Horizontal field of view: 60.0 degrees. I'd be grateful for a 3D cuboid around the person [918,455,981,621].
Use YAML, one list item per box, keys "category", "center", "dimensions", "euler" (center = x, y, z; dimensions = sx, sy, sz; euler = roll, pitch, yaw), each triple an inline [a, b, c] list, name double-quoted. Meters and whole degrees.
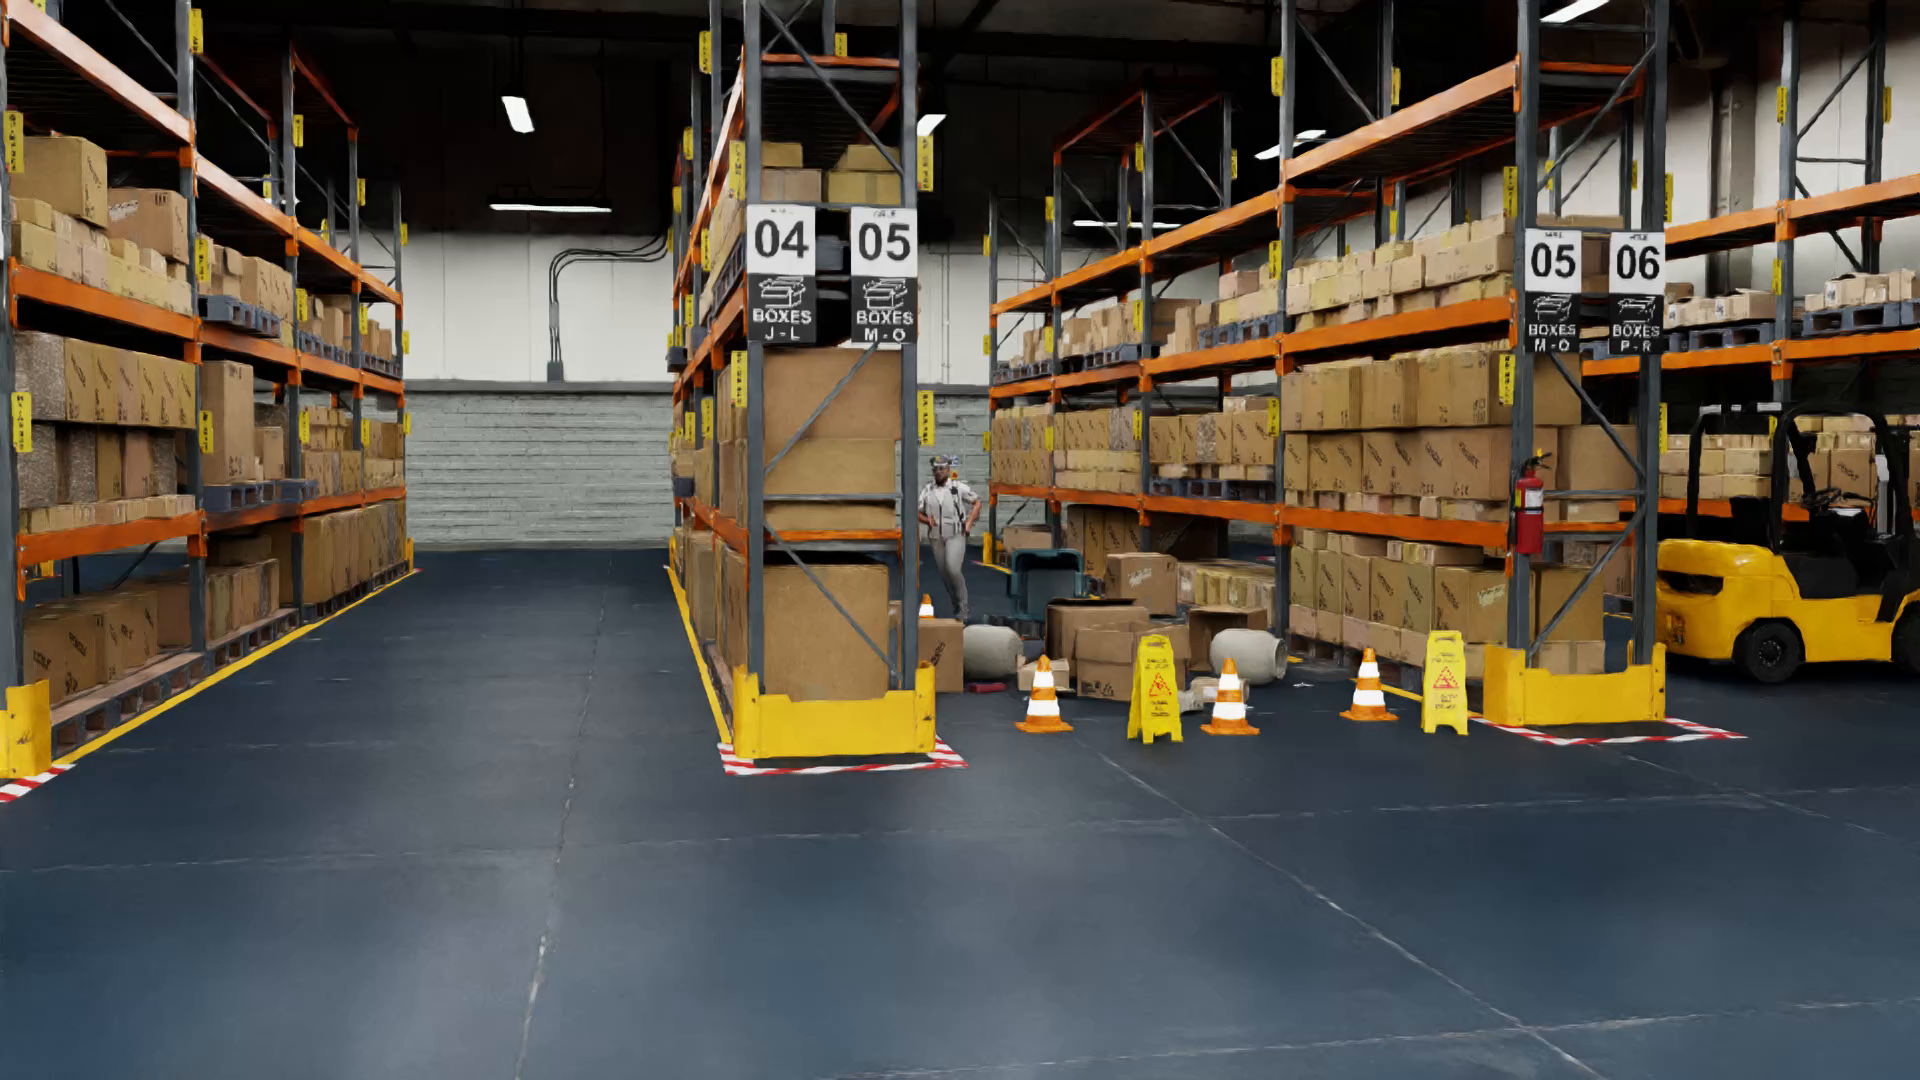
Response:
- category: "person"
  center: [-0.169, -0.017, 17.708]
  dimensions: [0.667, 1.779, 0.577]
  euler: [1, 3, 22]
